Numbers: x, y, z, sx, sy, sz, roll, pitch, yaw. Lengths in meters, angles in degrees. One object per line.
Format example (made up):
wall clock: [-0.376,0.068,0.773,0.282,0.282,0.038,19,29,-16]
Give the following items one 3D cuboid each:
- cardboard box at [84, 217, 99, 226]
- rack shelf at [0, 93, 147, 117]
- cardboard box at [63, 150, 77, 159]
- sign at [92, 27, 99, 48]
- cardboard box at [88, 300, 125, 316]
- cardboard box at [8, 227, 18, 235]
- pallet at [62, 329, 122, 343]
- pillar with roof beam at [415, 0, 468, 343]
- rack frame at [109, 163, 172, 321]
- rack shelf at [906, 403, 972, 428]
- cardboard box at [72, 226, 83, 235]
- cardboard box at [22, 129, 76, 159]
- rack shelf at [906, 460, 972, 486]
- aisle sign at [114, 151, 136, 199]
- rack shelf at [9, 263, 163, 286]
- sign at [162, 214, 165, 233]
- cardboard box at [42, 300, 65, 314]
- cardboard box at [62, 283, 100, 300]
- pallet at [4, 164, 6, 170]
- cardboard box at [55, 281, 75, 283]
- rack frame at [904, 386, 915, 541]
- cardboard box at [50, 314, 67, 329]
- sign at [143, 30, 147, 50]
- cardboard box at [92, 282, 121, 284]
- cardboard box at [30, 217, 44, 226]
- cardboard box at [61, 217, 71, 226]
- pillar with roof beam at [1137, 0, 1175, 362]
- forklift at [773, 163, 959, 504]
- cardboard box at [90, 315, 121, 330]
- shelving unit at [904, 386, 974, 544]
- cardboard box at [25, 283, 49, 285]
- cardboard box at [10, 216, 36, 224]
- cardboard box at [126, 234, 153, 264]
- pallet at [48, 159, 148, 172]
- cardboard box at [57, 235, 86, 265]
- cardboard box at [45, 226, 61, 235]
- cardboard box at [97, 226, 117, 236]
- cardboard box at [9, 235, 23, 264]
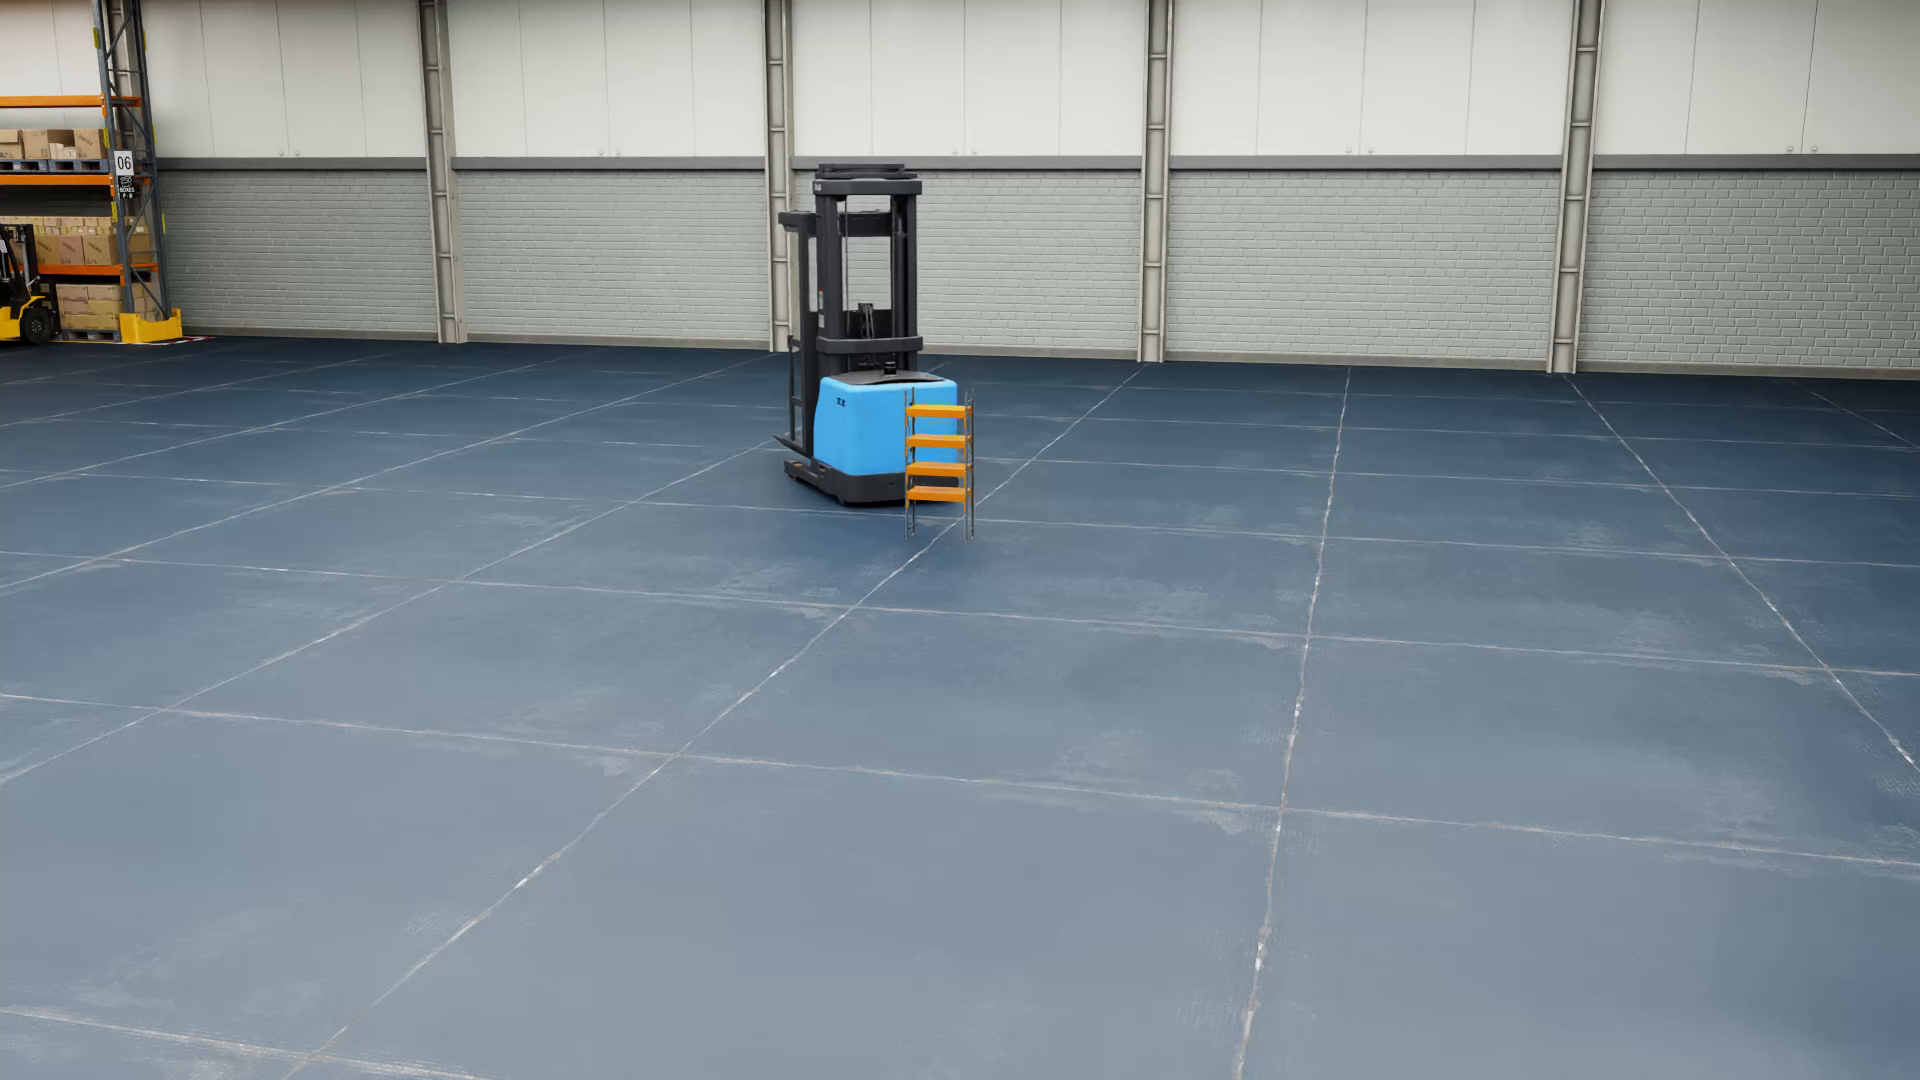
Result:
cardboard box: [-14.703,-5.436,28.393,0.250,0.149,0.380,3,13,14]
rack shelf: [-15.999,-7.431,28.534,4.000,0.370,1.077,3,13,14]
cardboard box: [-14.935,-6.519,28.146,0.250,0.149,0.380,3,13,12]
sign: [-14.201,-8.255,27.324,0.005,0.325,0.100,3,13,14]
cardboard box: [-14.605,-4.011,28.610,0.500,0.250,0.500,3,13,13]
cardboard box: [-16.198,-5.361,28.744,0.250,0.149,0.380,3,13,12]
pallet: [-14.810,-3.614,29.035,1.213,0.211,1.003,3,13,14]
pillar with roof beam: [-9.724,-6.882,23.478,0.400,9.000,9.100,3,13,14]
rack frame: [-14.057,-4.944,28.594,0.127,3.000,1.000,3,13,14]
rack shelf: [-0.161,-0.978,13.057,0.480,0.148,0.258,3,13,14]
cardboard box: [-14.954,-5.302,28.479,0.250,0.149,0.380,3,13,15]
cardboard box: [-15.516,-6.757,28.409,0.500,0.500,0.700,3,13,14]
rack shelf: [-0.161,-0.529,13.157,0.480,0.148,0.258,3,13,14]
aisle sign: [-14.064,-6.148,28.019,0.004,0.787,0.394,3,13,14]
rack shelf: [-15.999,-4.697,29.140,4.000,0.370,1.077,3,13,14]
sign: [-13.919,-5.522,29.017,0.005,0.325,0.100,3,13,14]
cardboard box: [-15.595,-4.061,28.838,0.500,0.250,0.500,3,13,12]
cardboard box: [-15.076,-4.279,28.664,0.500,0.250,0.500,3,13,15]
pallet: [-17.107,-6.534,29.040,1.213,0.211,1.003,3,13,14]
cardboard box: [-15.943,-4.441,29.397,0.500,0.250,0.500,3,13,12]
rack frame: [-0.398,-0.607,13.200,0.015,1.200,0.240,3,13,14]
cardboard box: [-15.553,-3.821,28.908,0.500,0.250,0.500,3,13,14]
sign: [-13.918,-8.523,28.351,0.005,0.325,0.100,3,13,14]
cardboard box: [-14.965,-4.385,29.144,0.500,0.250,0.500,3,13,14]
cardboard box: [-15.719,-5.475,28.568,0.250,0.149,0.380,3,13,15]
cardboard box: [-15.187,-5.472,28.557,0.250,0.149,0.380,3,13,14]
pillar with roof beam: [1.927,-6.259,20.671,0.400,9.000,9.100,3,13,14]
forklift: [-1.038,-2.021,15.575,1.130,2.935,3.031,-5,13,-22]
cardboard box: [-14.589,-3.765,28.657,0.500,0.250,0.500,3,13,14]
shelving unit: [-0.161,-0.594,13.143,0.503,1.200,0.258,3,13,14]
cardboard box: [-16.059,-4.331,28.899,0.500,0.250,0.500,3,13,12]
cardboard box: [-16.187,-5.524,28.793,0.250,0.149,0.380,3,13,14]
cardboard box: [-14.472,-5.077,28.963,0.500,0.500,0.500,3,13,15]
pallet: [-14.738,-6.408,28.469,1.213,0.211,1.003,3,13,14]
cardboard box: [-15.100,-4.992,28.580,0.500,0.500,0.500,3,13,15]
cardboard box: [-15.462,-5.322,28.565,0.250,0.149,0.380,3,13,12]
cardboard box: [-14.461,-5.269,28.329,0.250,0.149,0.380,3,13,14]
cardboard box: [-16.088,-5.043,28.806,0.500,0.500,0.500,3,13,14]
